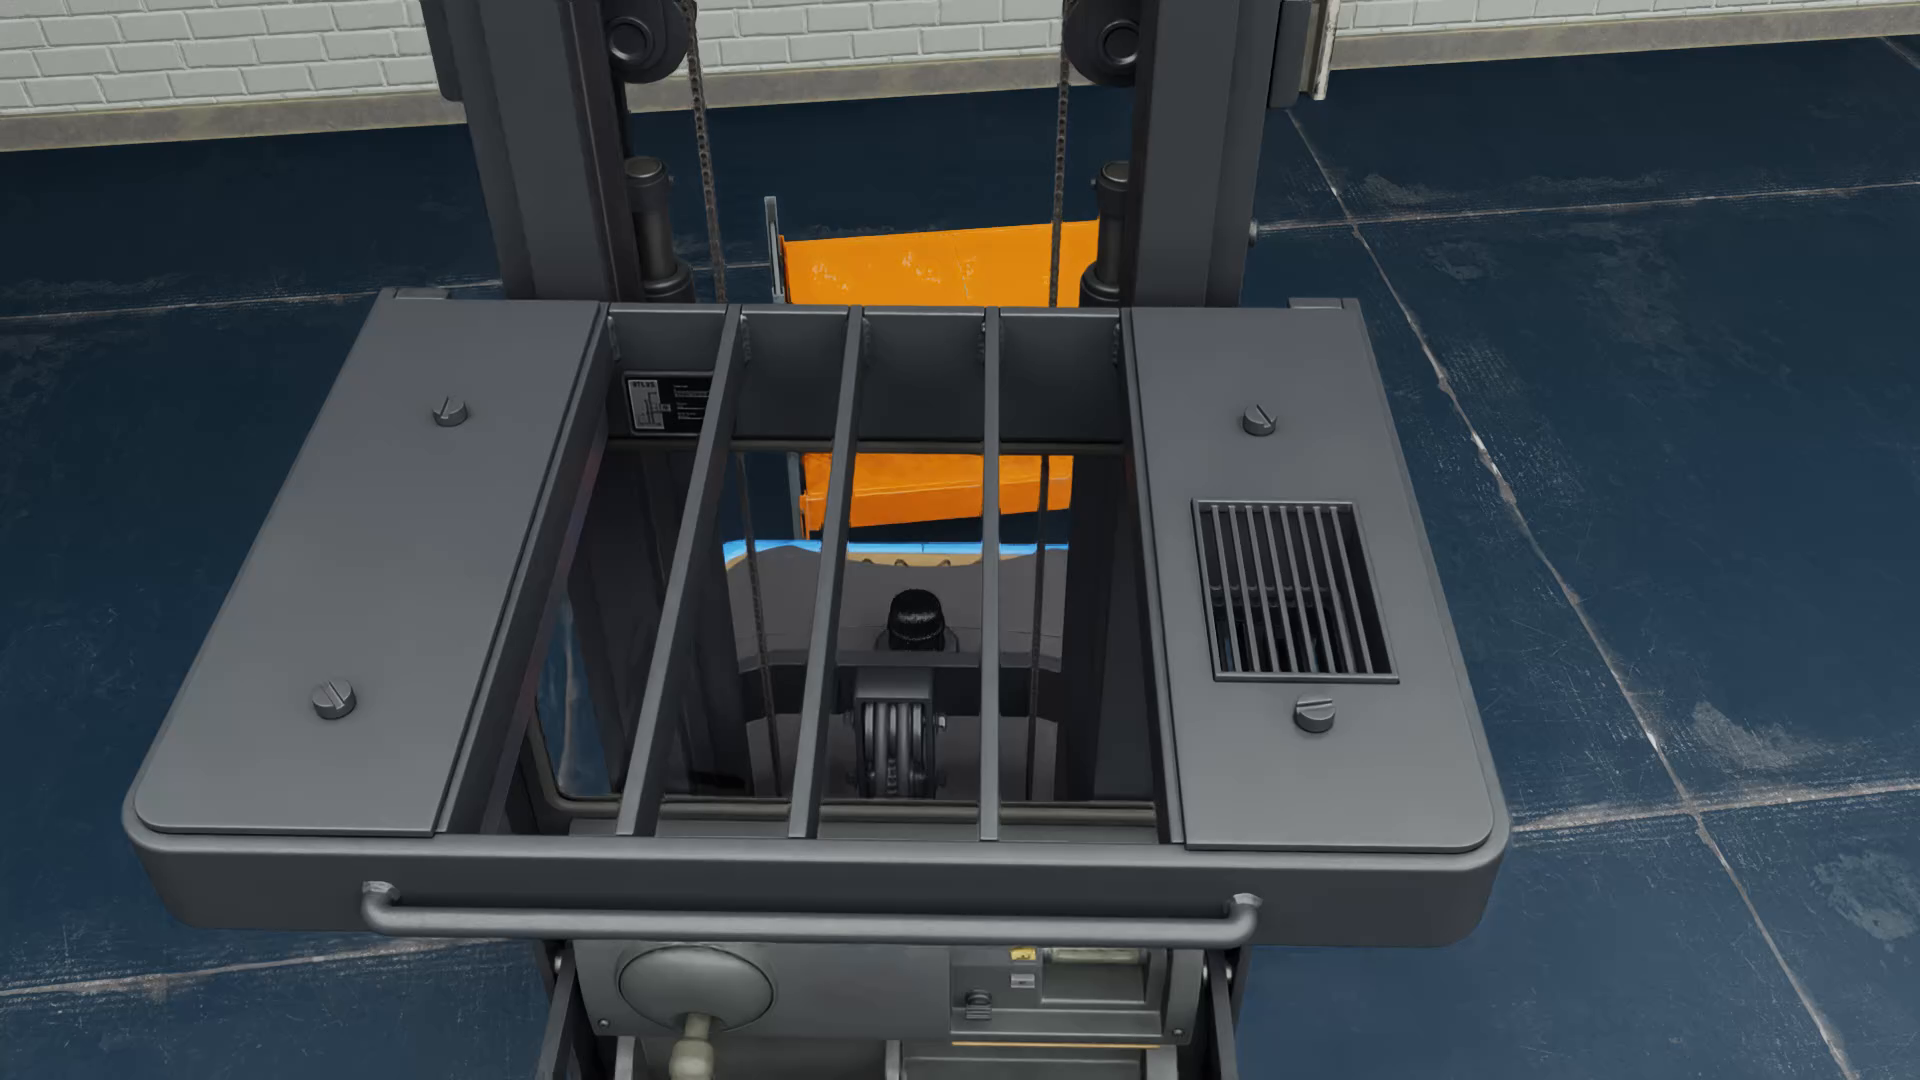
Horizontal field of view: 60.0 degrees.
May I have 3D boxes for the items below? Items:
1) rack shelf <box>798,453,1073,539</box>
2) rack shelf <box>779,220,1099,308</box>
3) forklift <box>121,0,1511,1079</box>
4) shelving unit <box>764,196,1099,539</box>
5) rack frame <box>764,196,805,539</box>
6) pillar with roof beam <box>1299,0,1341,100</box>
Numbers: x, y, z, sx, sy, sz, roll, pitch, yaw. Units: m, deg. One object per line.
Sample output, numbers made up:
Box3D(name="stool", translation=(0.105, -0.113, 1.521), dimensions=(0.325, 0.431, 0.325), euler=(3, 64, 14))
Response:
Box3D(name="rack shelf", translation=(0.007, -0.237, 5.038), dimensions=(1.000, 0.278, 0.538), euler=(-5, 42, -6))
Box3D(name="rack shelf", translation=(0.007, -0.636, 4.678), dimensions=(1.000, 0.278, 0.538), euler=(-5, 42, -6))
Box3D(name="forklift", translation=(-0.107, 0.694, 2.292), dimensions=(1.130, 2.935, 3.031), euler=(1, 42, 1))
Box3D(name="shelving unit", translation=(0.007, -0.418, 4.874), dimensions=(1.048, 1.125, 0.538), euler=(-5, 42, -6))
Box3D(name="rack frame", translation=(-0.497, -0.374, 4.825), dimensions=(0.032, 1.125, 0.500), euler=(-5, 42, -6))
Box3D(name="pillar with roof beam", translation=(1.977, -2.538, 1.345), dimensions=(0.400, 9.000, 9.100), euler=(-5, 42, -6))
